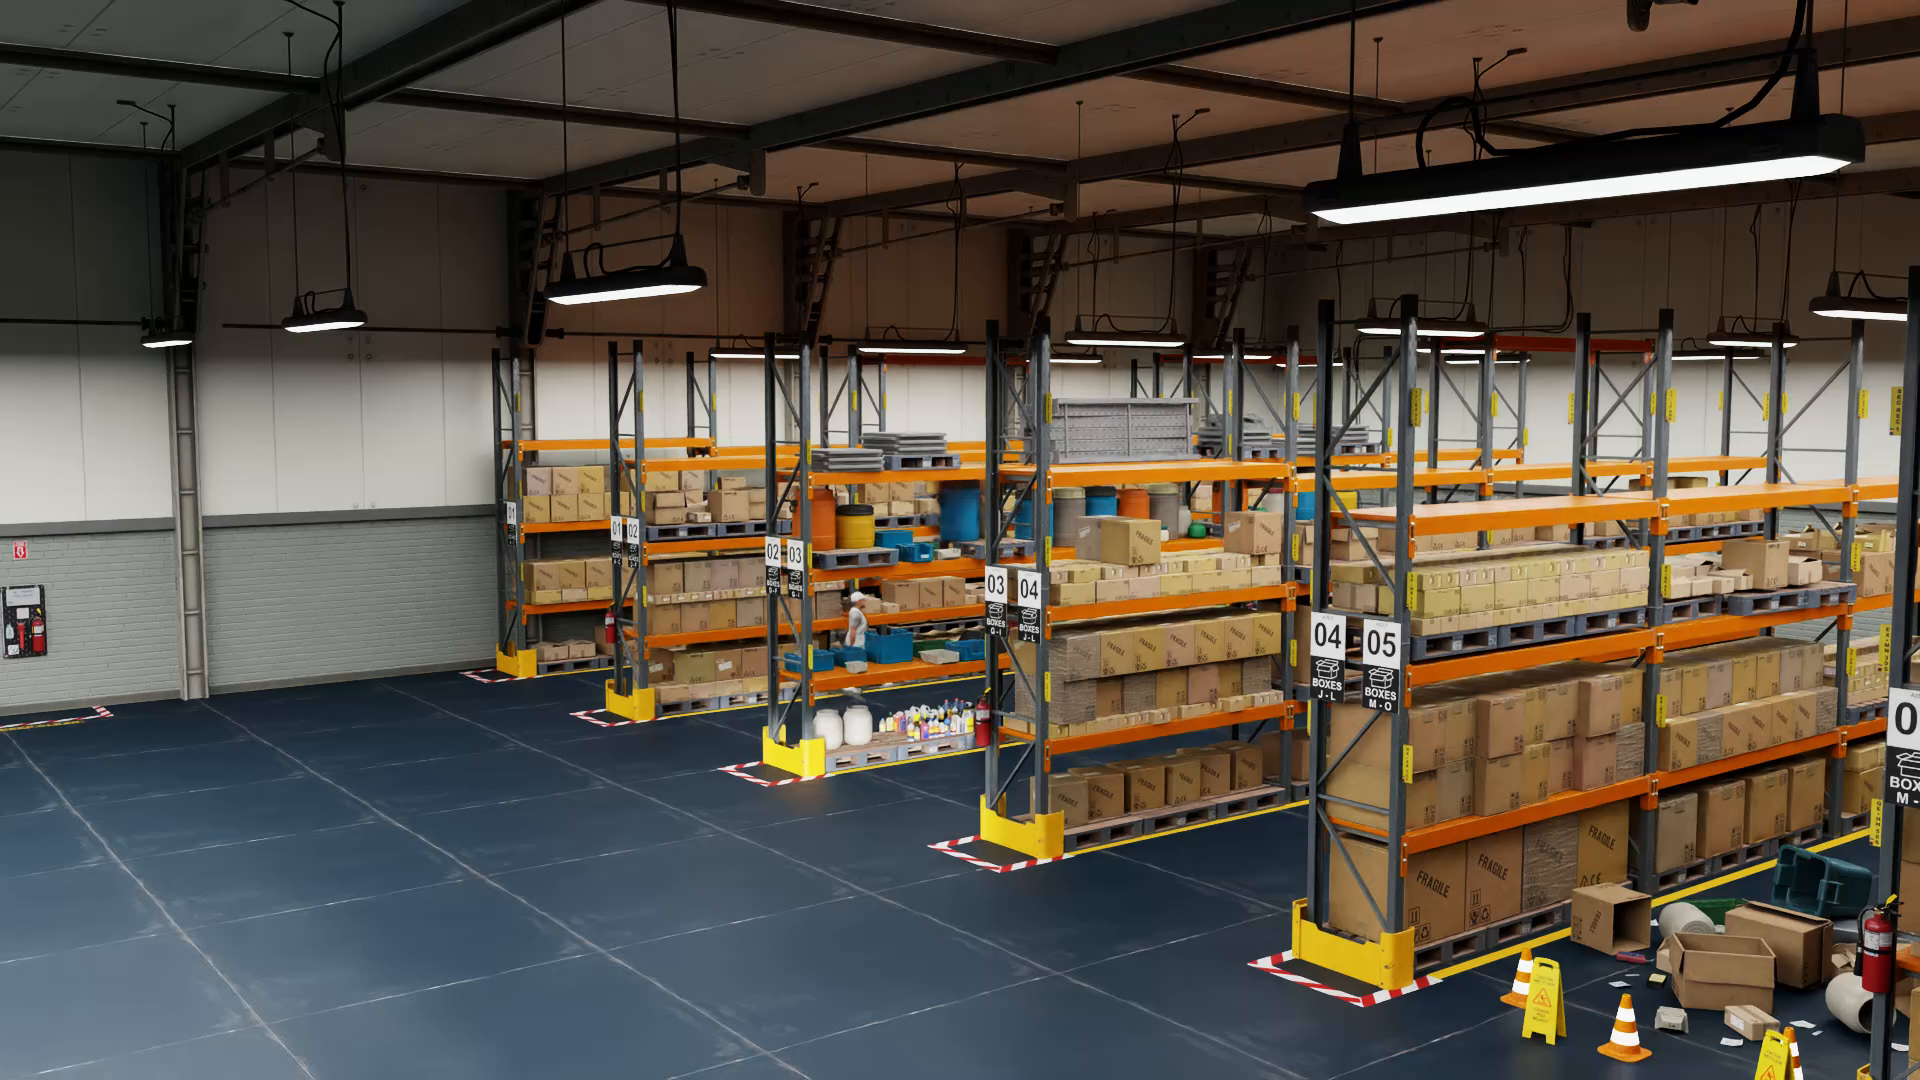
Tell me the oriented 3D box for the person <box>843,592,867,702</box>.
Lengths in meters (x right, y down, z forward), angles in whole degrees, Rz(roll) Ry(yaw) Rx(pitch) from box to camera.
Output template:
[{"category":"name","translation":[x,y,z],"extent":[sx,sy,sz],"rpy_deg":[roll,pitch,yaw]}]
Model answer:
[{"category":"person","translation":[-1.684,1.719,26.965],"extent":[0.474,1.769,0.546],"rpy_deg":[-2,5,-23]}]
